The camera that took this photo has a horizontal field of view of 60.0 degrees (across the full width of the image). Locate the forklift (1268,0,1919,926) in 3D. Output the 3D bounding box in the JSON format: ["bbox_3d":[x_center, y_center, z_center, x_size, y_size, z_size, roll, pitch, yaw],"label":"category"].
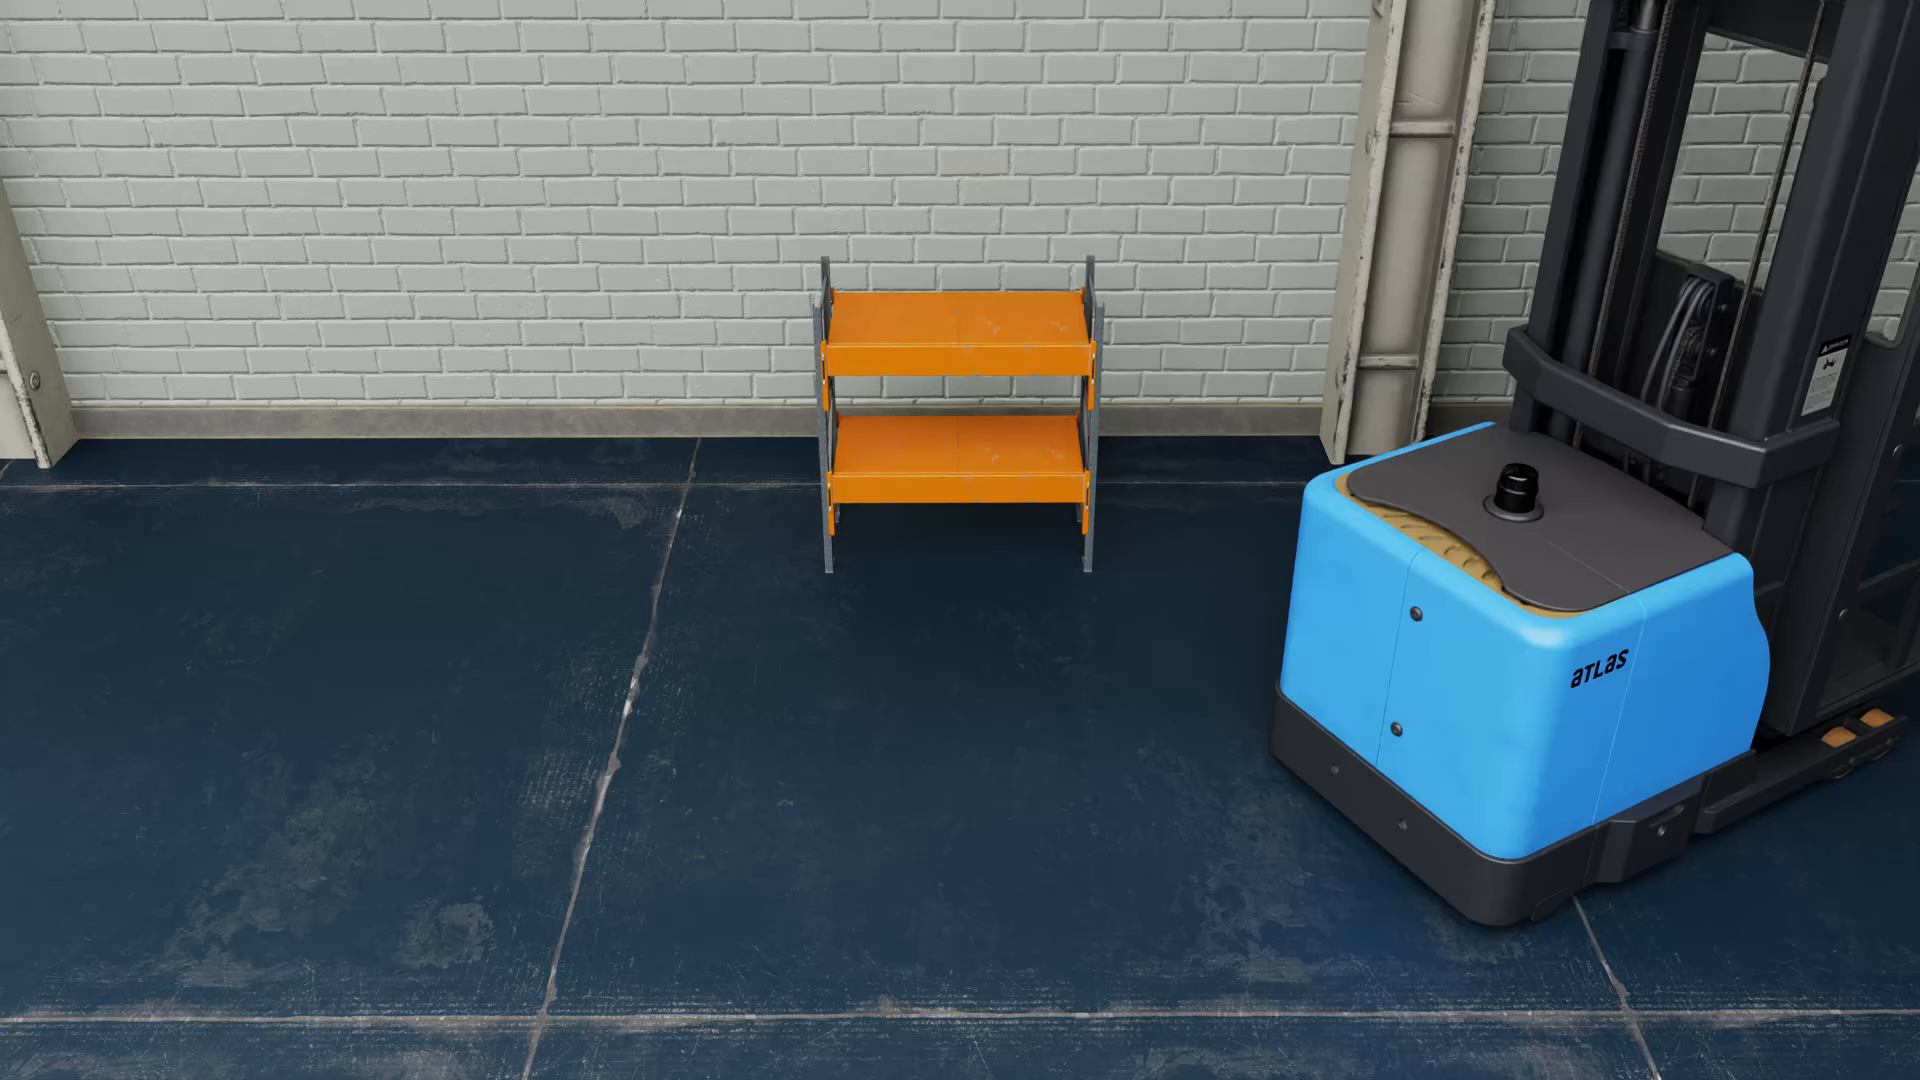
[{"bbox_3d":[2.551,-0.692,5.064,3.031,2.935,1.130,-17,35,-26],"label":"forklift"}]

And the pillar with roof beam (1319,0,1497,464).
[{"bbox_3d":[1.853,-2.027,1.416,0.400,9.000,9.100,0,31,0],"label":"pillar with roof beam"}]

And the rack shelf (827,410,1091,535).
[{"bbox_3d":[-0.007,-0.272,6.585,1.000,0.278,0.538,0,31,0],"label":"rack shelf"}]

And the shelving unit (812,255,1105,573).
[{"bbox_3d":[-0.007,-0.481,6.458,1.048,1.125,0.538,0,31,0],"label":"shelving unit"}]

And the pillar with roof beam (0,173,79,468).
[{"bbox_3d":[-4.147,-2.008,1.385,0.400,9.000,9.100,0,31,0],"label":"pillar with roof beam"}]

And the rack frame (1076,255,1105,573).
[{"bbox_3d":[0.502,-0.482,6.461,0.032,1.125,0.500,0,31,0],"label":"rack frame"}]

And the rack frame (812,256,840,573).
[{"bbox_3d":[-0.515,-0.479,6.456,0.032,1.125,0.500,0,31,0],"label":"rack frame"}]

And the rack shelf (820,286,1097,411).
[{"bbox_3d":[-0.007,-0.731,6.306,1.000,0.278,0.538,0,31,0],"label":"rack shelf"}]
